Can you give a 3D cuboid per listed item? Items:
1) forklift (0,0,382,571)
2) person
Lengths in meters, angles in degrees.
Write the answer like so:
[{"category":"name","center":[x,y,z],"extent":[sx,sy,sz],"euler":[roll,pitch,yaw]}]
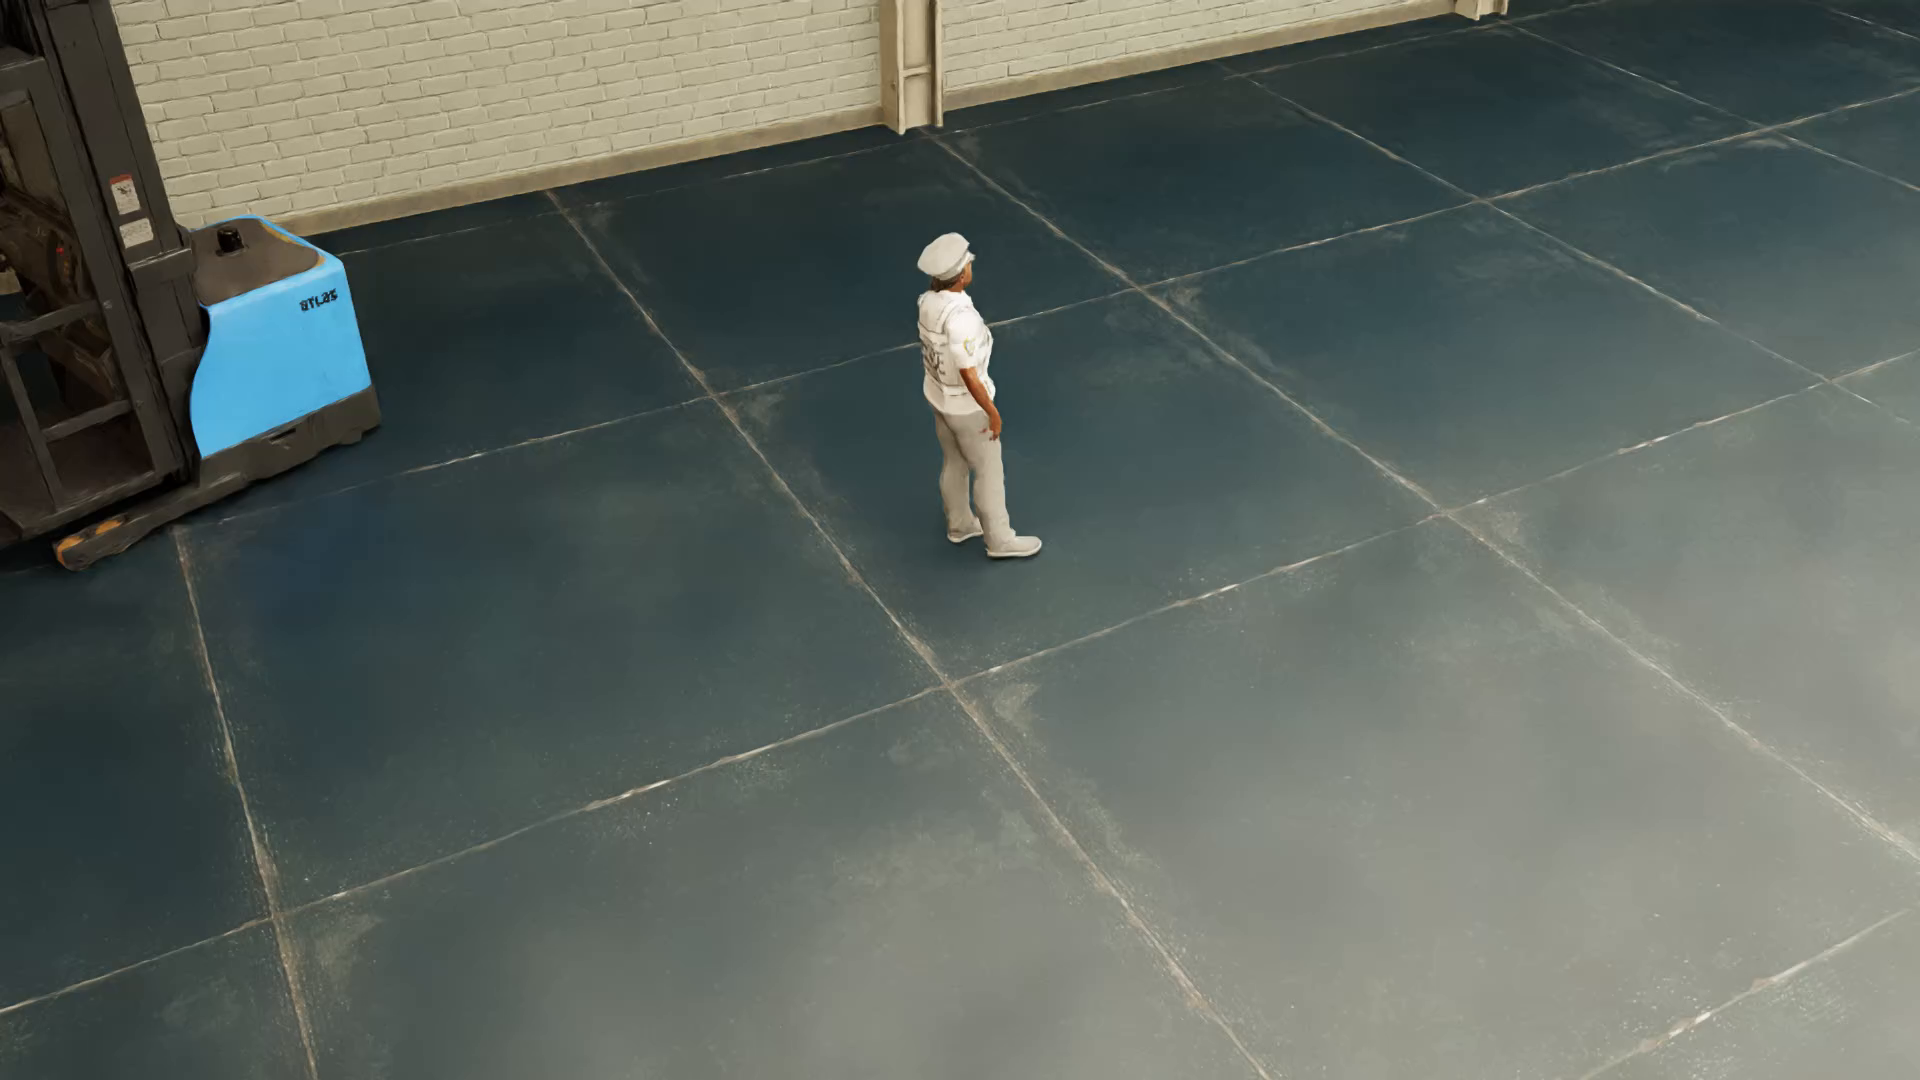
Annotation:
[{"category":"forklift","center":[-4.663,-1.375,8.068],"extent":[1.130,2.935,3.031],"euler":[27,44,33]},{"category":"person","center":[0.075,-0.708,8.184],"extent":[0.529,1.693,0.570],"euler":[-17,39,-23]}]
